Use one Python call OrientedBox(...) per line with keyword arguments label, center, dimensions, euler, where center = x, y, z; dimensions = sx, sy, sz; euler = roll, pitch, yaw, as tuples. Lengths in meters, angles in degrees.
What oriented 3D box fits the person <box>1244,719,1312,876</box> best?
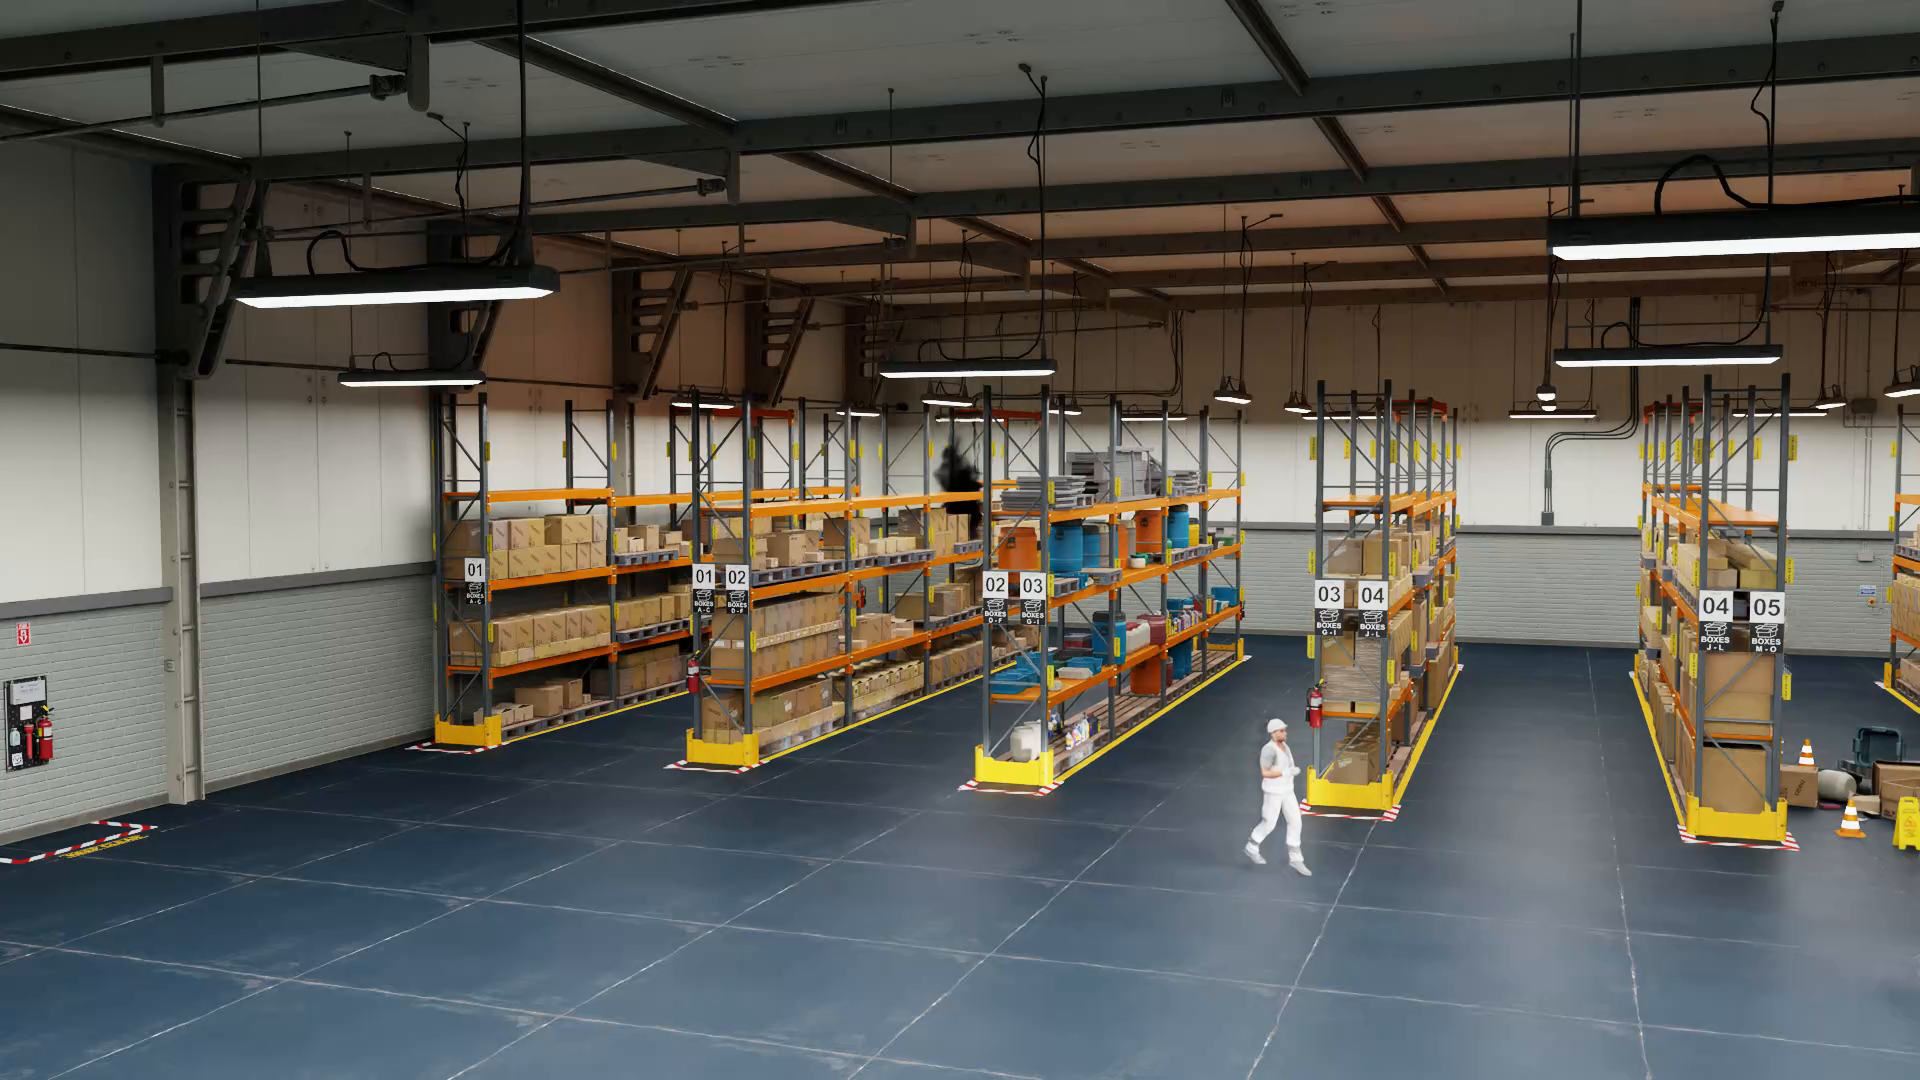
OrientedBox(label="person", center=(3.768, 3.036, 19.782), dimensions=(0.644, 1.828, 0.857), euler=(-3, 4, -44))
